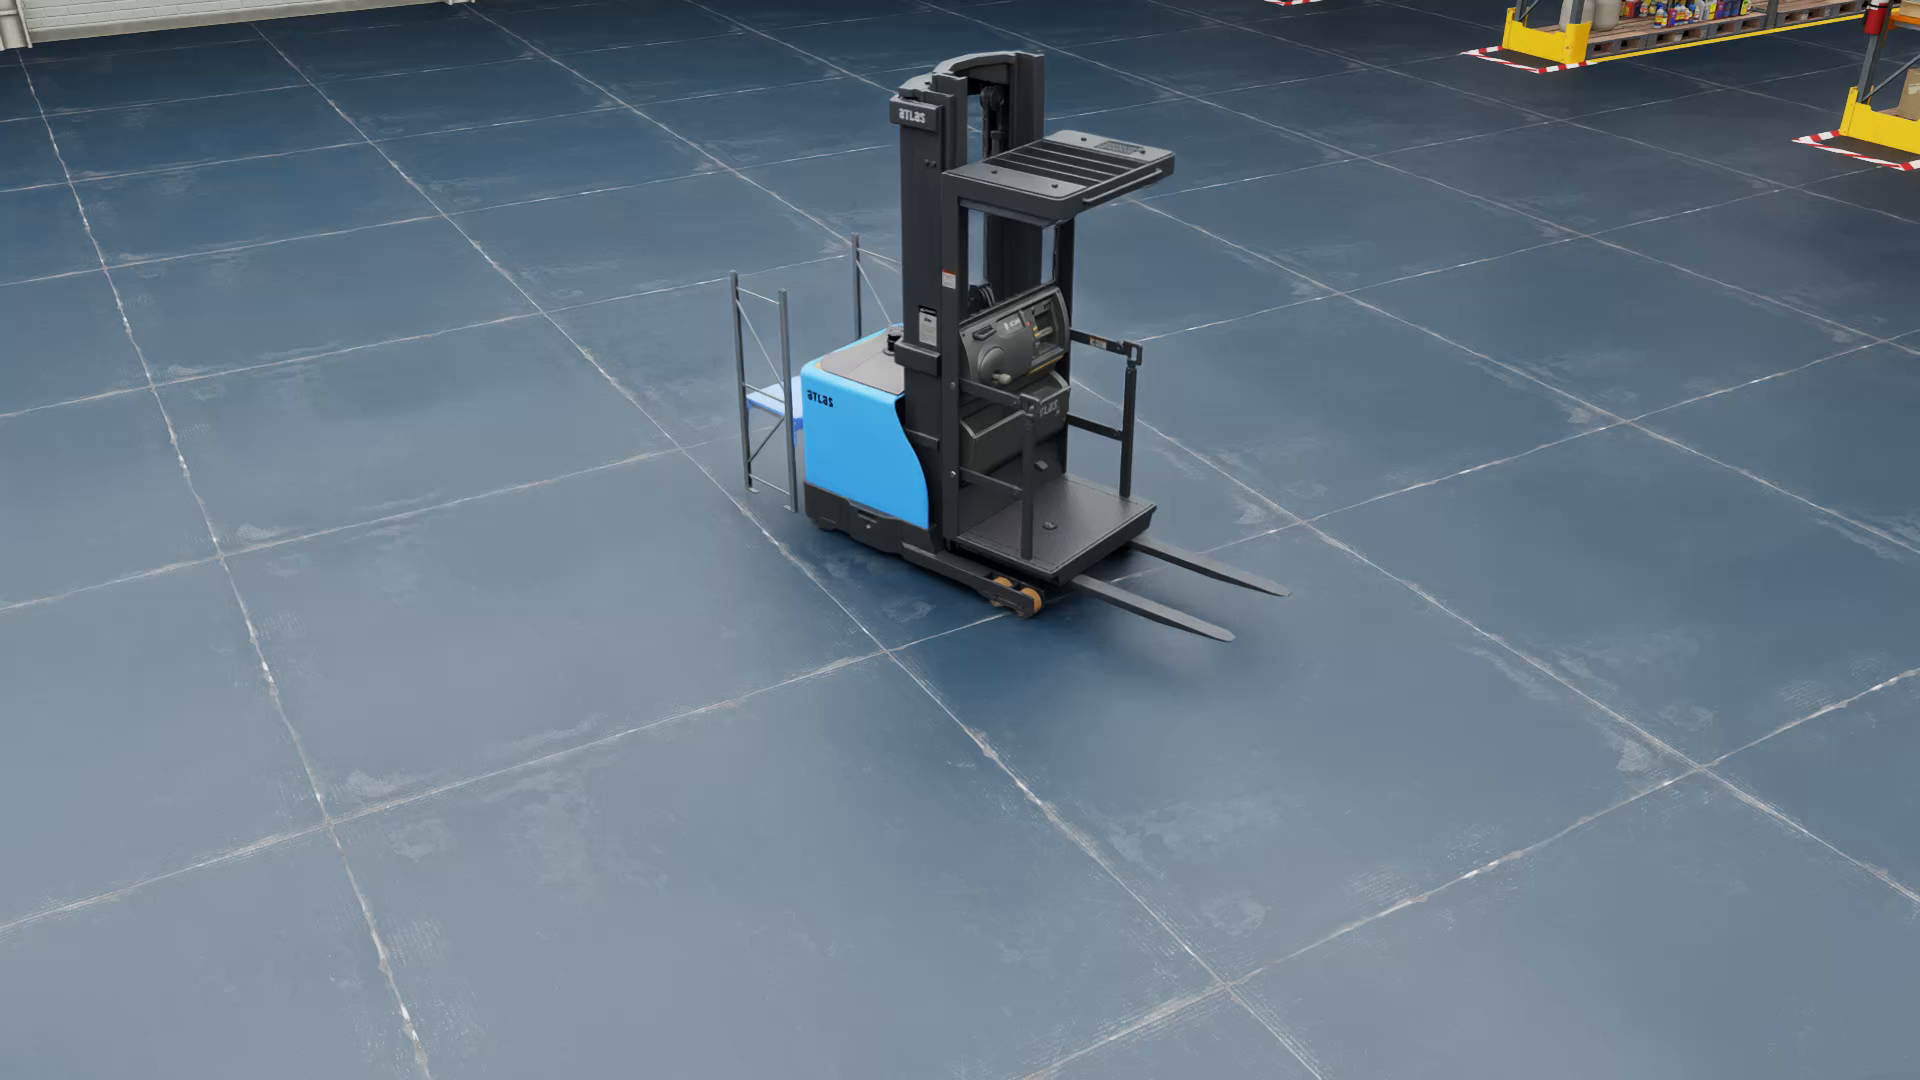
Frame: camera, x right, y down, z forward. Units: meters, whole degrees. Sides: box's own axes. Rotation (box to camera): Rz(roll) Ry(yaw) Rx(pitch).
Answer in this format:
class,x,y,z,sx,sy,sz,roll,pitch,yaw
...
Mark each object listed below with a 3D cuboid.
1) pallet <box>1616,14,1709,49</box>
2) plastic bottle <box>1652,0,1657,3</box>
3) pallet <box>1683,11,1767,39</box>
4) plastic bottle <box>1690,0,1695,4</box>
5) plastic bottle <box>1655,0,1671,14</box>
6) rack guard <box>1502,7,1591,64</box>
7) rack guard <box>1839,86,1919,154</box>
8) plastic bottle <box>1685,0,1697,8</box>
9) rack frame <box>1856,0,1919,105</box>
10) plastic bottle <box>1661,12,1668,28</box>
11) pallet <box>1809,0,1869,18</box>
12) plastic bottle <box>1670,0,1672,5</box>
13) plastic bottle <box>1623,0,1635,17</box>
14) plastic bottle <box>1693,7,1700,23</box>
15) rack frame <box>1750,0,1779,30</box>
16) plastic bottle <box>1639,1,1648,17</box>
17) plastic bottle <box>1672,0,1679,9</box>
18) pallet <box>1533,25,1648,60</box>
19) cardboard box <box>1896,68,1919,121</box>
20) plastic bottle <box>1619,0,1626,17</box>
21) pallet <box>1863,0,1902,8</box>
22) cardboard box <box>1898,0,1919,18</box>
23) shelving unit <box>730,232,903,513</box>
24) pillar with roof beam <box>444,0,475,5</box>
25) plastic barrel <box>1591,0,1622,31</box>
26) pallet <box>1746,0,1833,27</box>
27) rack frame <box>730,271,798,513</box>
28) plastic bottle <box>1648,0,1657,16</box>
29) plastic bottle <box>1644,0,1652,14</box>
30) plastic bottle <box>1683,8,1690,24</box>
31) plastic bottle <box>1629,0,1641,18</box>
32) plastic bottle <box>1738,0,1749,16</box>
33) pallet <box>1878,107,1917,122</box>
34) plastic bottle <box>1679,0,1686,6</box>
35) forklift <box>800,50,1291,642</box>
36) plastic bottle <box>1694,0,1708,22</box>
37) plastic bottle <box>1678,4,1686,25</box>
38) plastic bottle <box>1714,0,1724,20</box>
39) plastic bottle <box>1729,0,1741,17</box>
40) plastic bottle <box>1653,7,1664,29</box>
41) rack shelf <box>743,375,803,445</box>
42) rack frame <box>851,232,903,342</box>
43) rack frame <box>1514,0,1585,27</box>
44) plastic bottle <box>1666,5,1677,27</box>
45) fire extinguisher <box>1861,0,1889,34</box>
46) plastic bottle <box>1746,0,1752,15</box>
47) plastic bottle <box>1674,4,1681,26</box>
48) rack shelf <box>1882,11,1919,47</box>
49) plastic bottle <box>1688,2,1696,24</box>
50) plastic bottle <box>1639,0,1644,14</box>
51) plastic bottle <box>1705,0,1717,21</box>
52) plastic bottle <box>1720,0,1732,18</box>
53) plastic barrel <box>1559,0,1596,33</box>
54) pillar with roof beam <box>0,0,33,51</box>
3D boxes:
class,x,y,z,sx,sy,sz,roll,pitch,yaw
pallet,9.456,-7.010,22.832,1.213,0.211,1.003,-16,33,-26
plastic bottle,9.674,-7.537,23.186,0.185,0.351,0.144,-16,33,-27
pallet,10.509,-7.311,23.377,1.213,0.211,1.003,-16,33,-26
plastic bottle,10.059,-7.284,22.799,0.133,0.283,0.061,-16,33,-26
plastic bottle,9.770,-7.448,23.104,0.135,0.276,0.152,-16,33,-26
rack guard,7.702,-6.643,21.869,0.348,0.500,1.175,-16,33,-26
rack guard,10.235,-4.560,18.094,0.348,0.500,1.175,-16,33,-26
plastic bottle,10.276,-7.627,23.350,0.185,0.351,0.144,-16,33,-26
rack frame,10.170,-5.636,17.457,0.127,3.000,1.000,-16,33,-26
plastic bottle,9.471,-7.006,22.380,0.097,0.201,0.097,0,29,0
pallet,12.819,-7.967,24.566,1.213,0.211,1.003,-16,33,-26
plastic bottle,9.932,-7.554,23.301,0.097,0.271,0.097,0,29,0
plastic bottle,9.253,-7.382,22.984,0.135,0.276,0.152,-16,33,-26
plastic bottle,10.026,-7.164,22.666,0.097,0.201,0.097,0,29,0
rack frame,11.109,-8.679,22.970,0.127,3.000,1.000,-16,33,-26
plastic bottle,9.452,-7.336,22.978,0.097,0.201,0.097,0,29,0
plastic bottle,10.040,-7.641,23.375,0.185,0.351,0.144,-17,33,-28
pallet,8.405,-6.713,22.295,1.213,0.211,1.003,-16,33,-26
cardboard box,10.716,-4.872,18.224,0.500,0.500,0.500,-10,30,-17
plastic bottle,9.113,-7.371,22.957,0.133,0.283,0.061,-15,32,-25
pallet,13.870,-8.263,25.103,1.213,0.211,1.003,-16,33,-26
cardboard box,10.311,-5.682,17.800,0.250,0.149,0.380,-16,33,-26
shelving unit,-0.875,-1.094,10.778,0.538,1.500,1.048,25,37,37
pillar with roof beam,-5.359,-10.254,19.615,0.400,9.000,9.100,-16,33,-26
plastic barrel,8.621,-7.110,22.267,0.421,0.512,0.421,0,29,0
pallet,11.766,-7.666,24.021,1.213,0.211,1.003,-16,33,-26
rack frame,-1.228,-0.917,10.458,0.500,1.500,0.032,25,37,37
plastic bottle,9.612,-7.386,23.068,0.097,0.201,0.097,0,29,0
plastic bottle,9.513,-7.491,23.104,0.185,0.351,0.144,-14,32,-24
plastic bottle,9.849,-7.114,22.575,0.097,0.201,0.097,0,29,0
plastic bottle,9.307,-7.341,22.902,0.133,0.283,0.061,-16,33,-26
plastic bottle,10.861,-7.427,23.057,0.133,0.283,0.061,-14,32,-24
pallet,10.953,-4.618,18.498,1.213,0.211,1.003,-16,33,-26
plastic bottle,10.139,-7.566,23.322,0.097,0.271,0.097,0,29,0
forklift,0.481,-1.129,9.360,3.031,2.935,1.130,21,35,33
plastic bottle,10.114,-7.237,22.721,0.135,0.276,0.152,-15,32,-25
plastic bottle,9.763,-7.120,22.514,0.097,0.271,0.097,0,29,0
plastic bottle,10.415,-7.300,22.828,0.133,0.283,0.061,-14,32,-23
plastic bottle,10.700,-7.434,23.000,0.185,0.351,0.144,-17,33,-28
plastic bottle,9.381,-7.012,22.317,0.097,0.271,0.097,0,29,0
rack shelf,-0.875,-0.937,10.865,0.538,0.185,1.000,25,37,37
rack frame,-0.523,-1.271,11.099,0.500,1.500,0.032,25,37,37
rack frame,7.660,-7.700,21.195,0.127,3.000,1.000,-16,33,-26
plastic bottle,9.586,-7.065,22.401,0.133,0.283,0.061,-15,32,-26
fire extinguisher,9.837,-5.766,17.772,0.183,0.674,0.296,-16,33,-26
plastic bottle,10.954,-7.427,23.143,0.097,0.201,0.097,0,29,0
plastic bottle,9.677,-7.096,22.469,0.097,0.271,0.097,0,29,0
rack shelf,11.894,-5.811,18.518,4.000,0.370,1.077,-16,33,-26
plastic bottle,9.938,-7.170,22.604,0.097,0.271,0.097,0,29,0
plastic bottle,9.372,-7.416,23.045,0.135,0.276,0.152,-17,33,-28
plastic bottle,10.256,-7.308,22.772,0.185,0.351,0.144,-16,33,-27
plastic bottle,10.534,-7.387,22.915,0.185,0.351,0.144,-18,33,-29
plastic barrel,8.189,-6.987,22.045,0.421,0.512,0.421,0,29,0
pillar with roof beam,-10.532,-8.785,16.954,0.400,9.000,9.100,-16,33,-26
